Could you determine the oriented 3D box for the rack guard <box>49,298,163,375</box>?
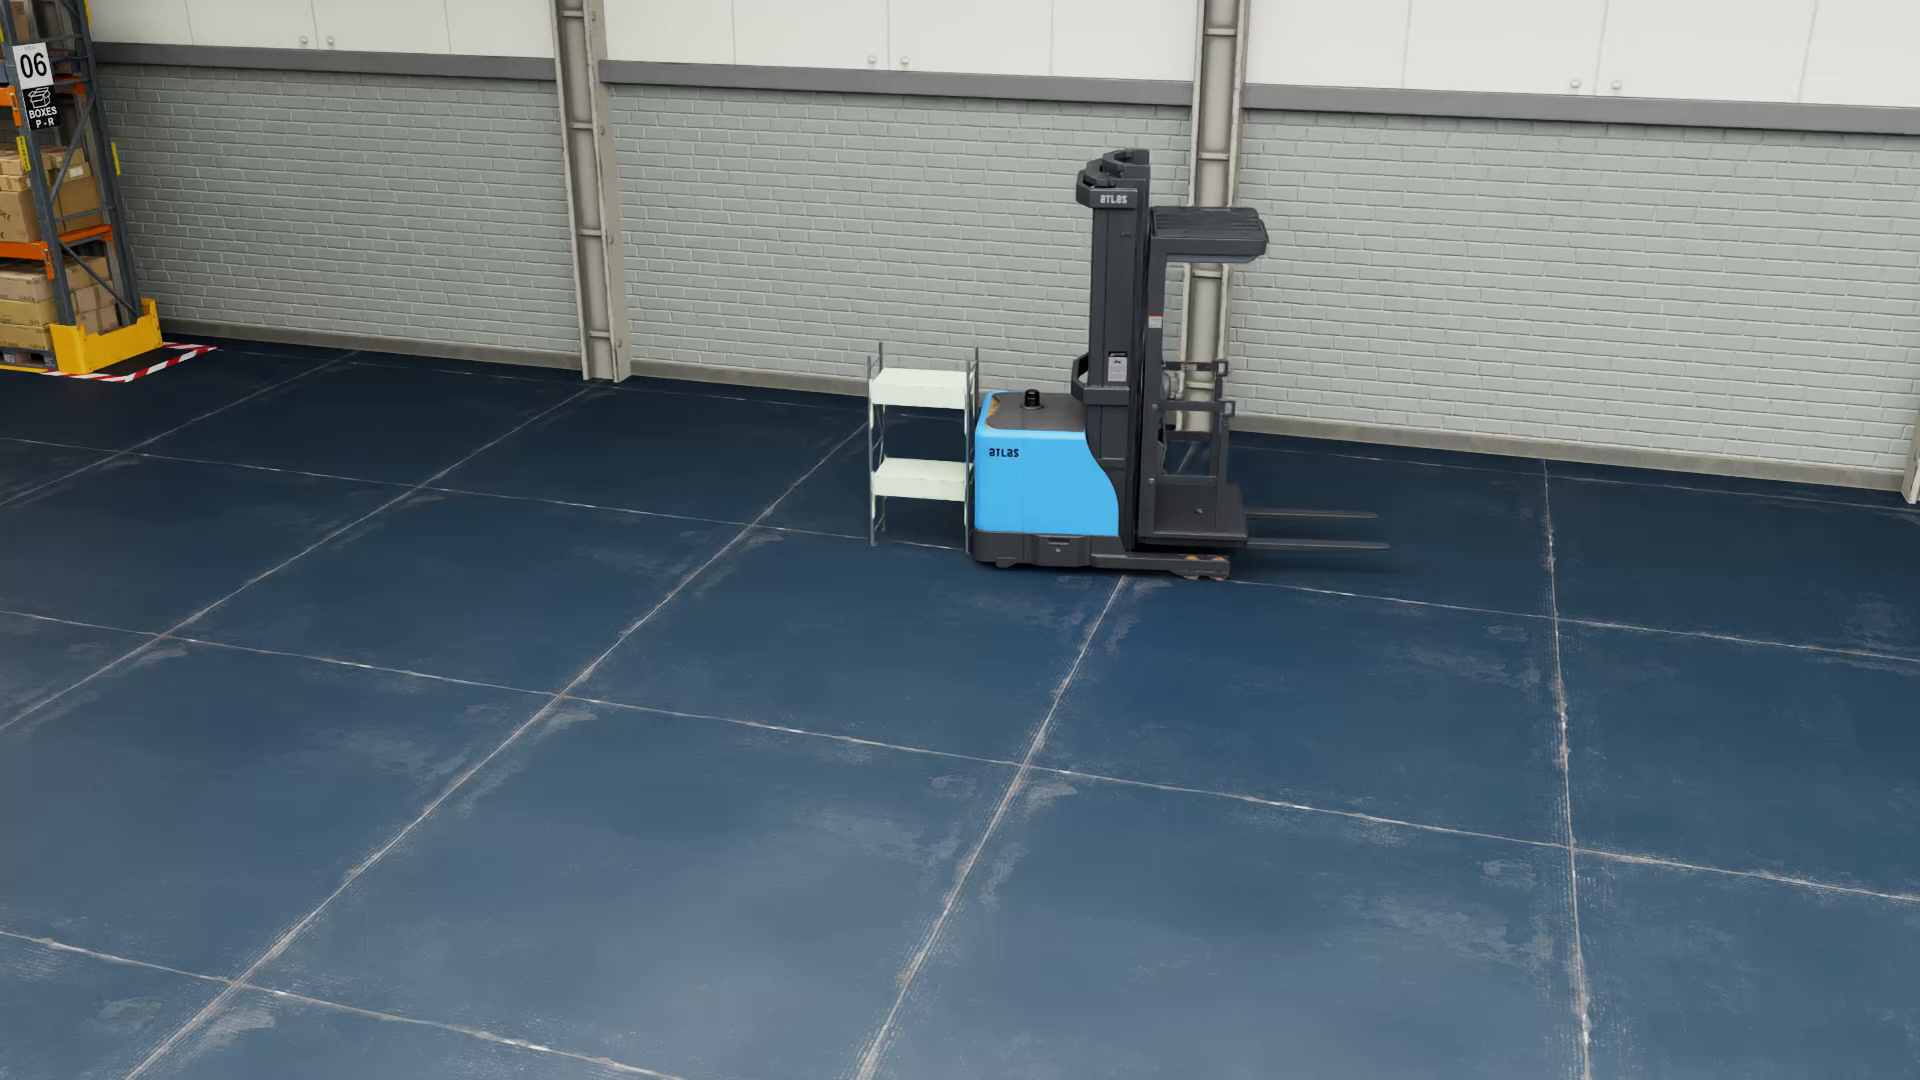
[{"bbox_3d":[-8.871,-2.133,17.311,0.348,0.500,1.175,7,23,16],"label":"rack guard"}]

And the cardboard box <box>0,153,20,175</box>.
[{"bbox_3d":[-9.543,-3.754,16.592,0.250,0.149,0.380,7,23,16],"label":"cardboard box"}]

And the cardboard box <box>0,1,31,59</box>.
[{"bbox_3d":[-9.388,-4.927,16.059,0.500,0.500,0.500,7,23,17],"label":"cardboard box"}]

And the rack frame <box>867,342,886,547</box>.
[{"bbox_3d":[-0.628,-0.715,12.536,0.023,1.500,0.400,4,23,10],"label":"rack frame"}]

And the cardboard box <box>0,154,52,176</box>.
[{"bbox_3d":[-9.298,-3.739,16.554,0.250,0.149,0.380,7,23,16],"label":"cardboard box"}]

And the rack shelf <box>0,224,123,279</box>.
[{"bbox_3d":[-10.809,-3.178,17.514,4.000,0.370,1.077,7,23,16],"label":"rack shelf"}]

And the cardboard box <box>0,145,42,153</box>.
[{"bbox_3d":[-9.652,-3.955,17.081,0.250,0.149,0.380,7,23,17],"label":"cardboard box"}]

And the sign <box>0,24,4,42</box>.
[{"bbox_3d":[-9.064,-4.857,15.644,0.005,0.325,0.100,7,23,16],"label":"sign"}]

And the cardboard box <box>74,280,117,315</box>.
[{"bbox_3d":[-9.284,-2.573,17.500,0.500,0.250,0.500,7,23,16],"label":"cardboard box"}]

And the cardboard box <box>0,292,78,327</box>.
[{"bbox_3d":[-9.451,-2.385,17.044,0.500,0.250,0.500,6,23,15],"label":"cardboard box"}]

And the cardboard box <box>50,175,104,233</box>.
[{"bbox_3d":[-9.288,-3.494,17.203,0.500,0.500,0.500,7,23,17],"label":"cardboard box"}]

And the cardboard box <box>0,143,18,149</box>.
[{"bbox_3d":[-9.884,-3.988,17.161,0.250,0.149,0.380,7,23,16],"label":"cardboard box"}]

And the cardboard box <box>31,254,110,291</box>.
[{"bbox_3d":[-9.300,-2.798,17.392,0.500,0.250,0.500,6,23,15],"label":"cardboard box"}]

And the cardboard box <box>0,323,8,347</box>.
[{"bbox_3d":[-9.909,-2.209,17.272,0.500,0.250,0.500,7,23,15],"label":"cardboard box"}]

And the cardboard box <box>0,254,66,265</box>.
[{"bbox_3d":[-9.779,-2.852,17.522,0.500,0.250,0.500,7,23,16],"label":"cardboard box"}]

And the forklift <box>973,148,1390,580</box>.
[{"bbox_3d":[1.642,-1.275,12.017,3.031,2.935,1.130,2,22,5],"label":"forklift"}]

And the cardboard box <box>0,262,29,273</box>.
[{"bbox_3d":[-9.916,-2.668,17.074,0.500,0.250,0.500,7,23,16],"label":"cardboard box"}]

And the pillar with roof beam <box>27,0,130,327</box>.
[{"bbox_3d":[-10.544,-4.907,12.876,0.400,9.000,9.100,7,23,16],"label":"pillar with roof beam"}]

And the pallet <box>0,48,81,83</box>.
[{"bbox_3d":[-9.564,-4.726,16.503,1.213,0.211,1.003,7,23,16],"label":"pallet"}]

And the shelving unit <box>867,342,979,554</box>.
[{"bbox_3d":[-0.269,-0.689,12.472,0.755,1.500,0.431,4,23,10],"label":"shelving unit"}]

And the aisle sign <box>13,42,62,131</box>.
[{"bbox_3d":[-8.916,-4.381,16.072,0.004,0.787,0.394,7,23,16],"label":"aisle sign"}]

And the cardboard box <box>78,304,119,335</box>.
[{"bbox_3d":[-9.308,-2.339,17.590,0.500,0.250,0.500,7,23,16],"label":"cardboard box"}]

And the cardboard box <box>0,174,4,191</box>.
[{"bbox_3d":[-9.560,-3.592,16.588,0.250,0.149,0.380,7,23,16],"label":"cardboard box"}]

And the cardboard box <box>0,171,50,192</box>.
[{"bbox_3d":[-9.307,-3.575,16.546,0.250,0.149,0.380,7,23,16],"label":"cardboard box"}]

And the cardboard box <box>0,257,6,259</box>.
[{"bbox_3d":[-10.255,-2.910,17.665,0.500,0.250,0.500,6,23,15],"label":"cardboard box"}]

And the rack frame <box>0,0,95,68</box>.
[{"bbox_3d":[-8.894,-6.068,15.705,0.127,3.000,1.000,7,23,16],"label":"rack frame"}]

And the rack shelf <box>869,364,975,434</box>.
[{"bbox_3d":[-0.269,-1.050,12.324,0.720,0.370,0.431,4,23,10],"label":"rack shelf"}]

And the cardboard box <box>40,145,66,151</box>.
[{"bbox_3d":[-9.391,-3.942,17.050,0.250,0.149,0.380,7,23,17],"label":"cardboard box"}]

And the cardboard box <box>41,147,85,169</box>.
[{"bbox_3d":[-9.154,-3.890,16.924,0.250,0.149,0.380,6,23,14],"label":"cardboard box"}]

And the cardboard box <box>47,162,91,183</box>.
[{"bbox_3d":[-9.144,-3.770,17.022,0.250,0.149,0.380,6,23,14],"label":"cardboard box"}]

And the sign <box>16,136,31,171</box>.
[{"bbox_3d":[-9.064,-3.742,16.102,0.005,0.325,0.100,7,23,16],"label":"sign"}]

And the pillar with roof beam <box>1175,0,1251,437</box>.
[{"bbox_3d":[0.944,-3.592,9.669,0.400,9.000,9.100,7,23,16],"label":"pillar with roof beam"}]

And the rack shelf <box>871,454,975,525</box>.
[{"bbox_3d":[-0.269,-0.387,12.596,0.720,0.370,0.431,4,23,10],"label":"rack shelf"}]

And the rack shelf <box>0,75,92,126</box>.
[{"bbox_3d":[-10.809,-4.566,16.945,4.000,0.370,1.077,7,23,16],"label":"rack shelf"}]

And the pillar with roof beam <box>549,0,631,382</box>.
[{"bbox_3d":[-4.800,-4.250,11.272,0.400,9.000,9.100,7,23,16],"label":"pillar with roof beam"}]

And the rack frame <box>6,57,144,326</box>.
[{"bbox_3d":[-8.894,-3.292,16.843,0.127,3.000,1.000,7,23,16],"label":"rack frame"}]

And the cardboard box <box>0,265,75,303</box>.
[{"bbox_3d":[-9.425,-2.614,16.942,0.500,0.250,0.500,7,23,17],"label":"cardboard box"}]

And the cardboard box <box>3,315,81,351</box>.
[{"bbox_3d":[-9.435,-2.151,17.131,0.500,0.250,0.500,7,23,16],"label":"cardboard box"}]

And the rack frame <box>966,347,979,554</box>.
[{"bbox_3d":[0.091,-0.662,12.409,0.023,1.500,0.400,4,23,10],"label":"rack frame"}]

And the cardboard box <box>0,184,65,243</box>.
[{"bbox_3d":[-9.441,-3.297,16.723,0.500,0.500,0.500,6,23,14],"label":"cardboard box"}]

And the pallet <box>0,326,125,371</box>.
[{"bbox_3d":[-9.638,-2.071,17.540,1.213,0.211,1.003,7,23,16],"label":"pallet"}]

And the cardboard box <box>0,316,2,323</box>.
[{"bbox_3d":[-9.928,-2.444,17.187,0.500,0.250,0.500,6,23,15],"label":"cardboard box"}]

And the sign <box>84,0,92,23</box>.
[{"bbox_3d":[-8.728,-5.322,16.583,0.005,0.325,0.100,7,23,16],"label":"sign"}]

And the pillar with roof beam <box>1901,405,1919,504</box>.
[{"bbox_3d":[6.689,-2.934,8.065,0.400,9.000,9.100,7,23,16],"label":"pillar with roof beam"}]

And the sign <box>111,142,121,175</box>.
[{"bbox_3d":[-8.728,-3.930,17.154,0.005,0.325,0.100,7,23,16],"label":"sign"}]
